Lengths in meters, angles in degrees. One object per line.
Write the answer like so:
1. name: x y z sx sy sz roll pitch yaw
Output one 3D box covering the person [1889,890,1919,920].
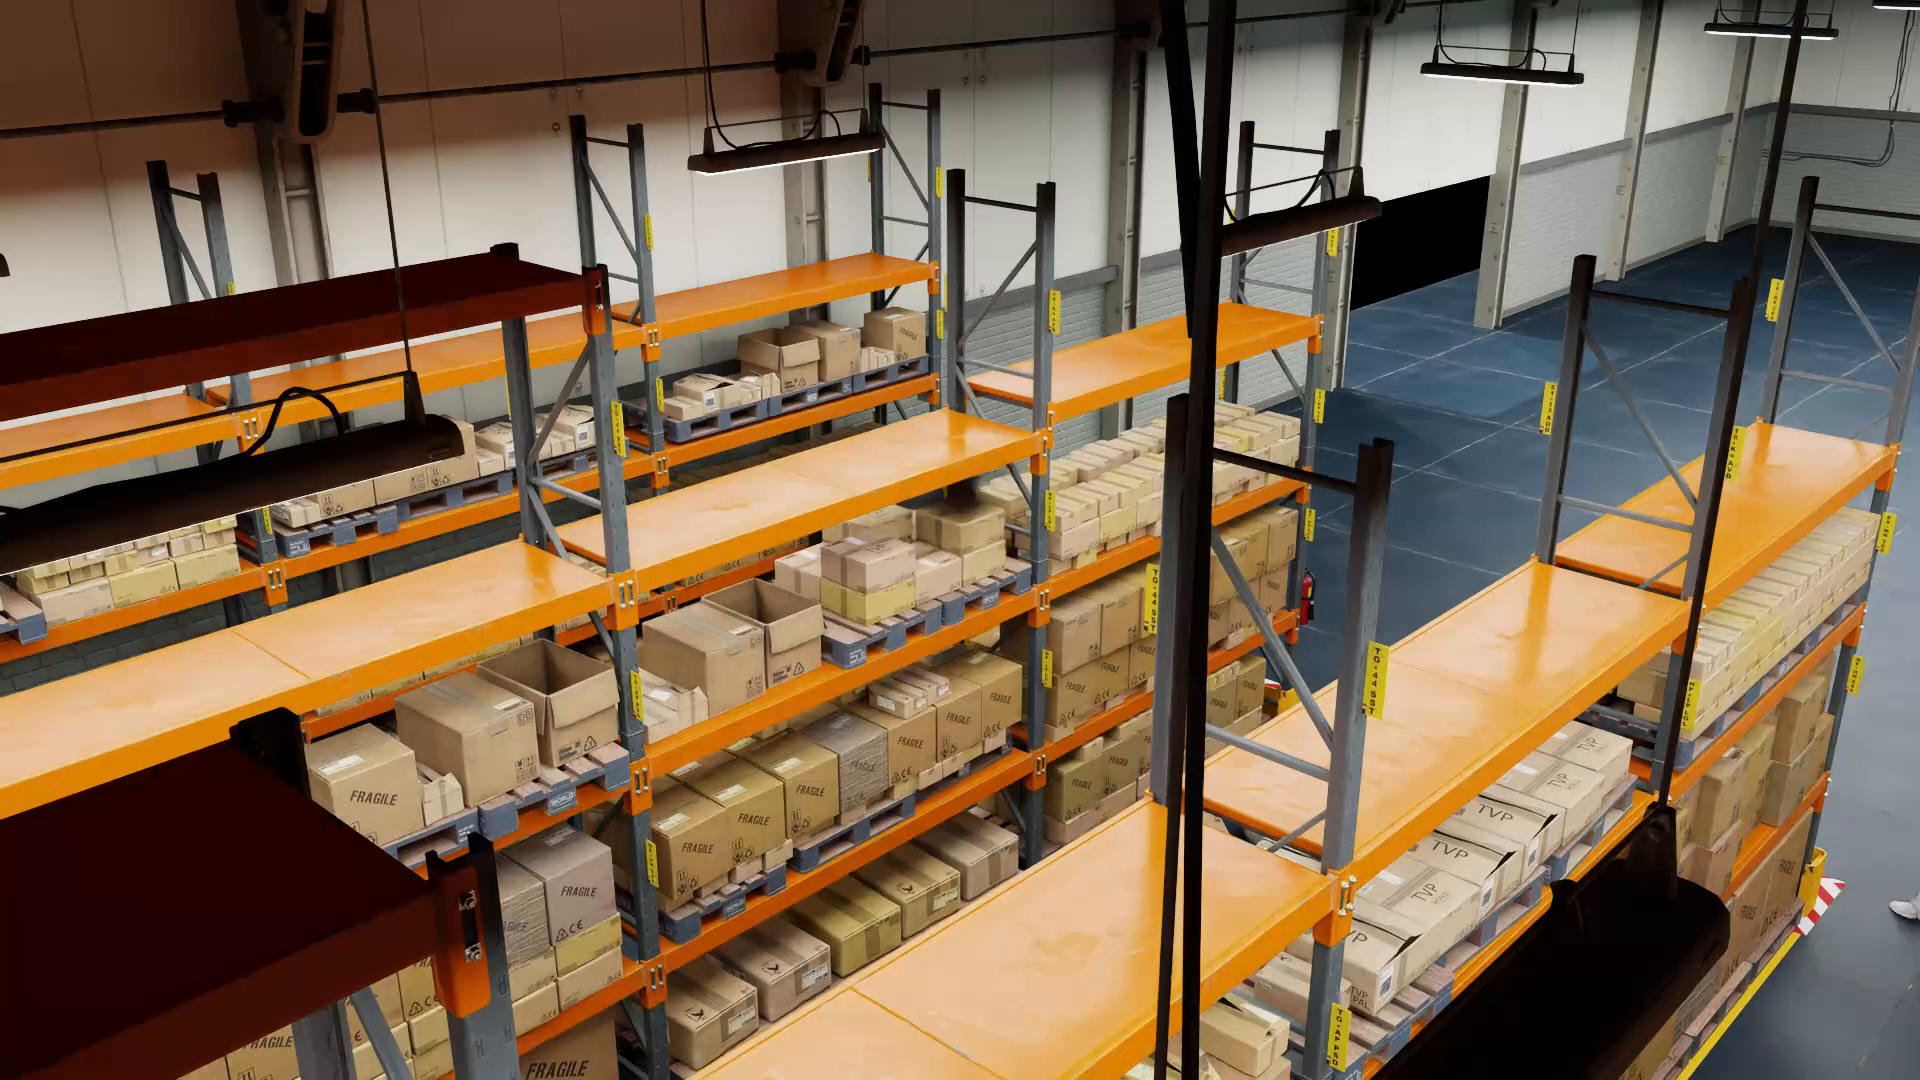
1. person: 8.241 2.320 13.620 0.643 1.771 0.618 -13 25 -30
